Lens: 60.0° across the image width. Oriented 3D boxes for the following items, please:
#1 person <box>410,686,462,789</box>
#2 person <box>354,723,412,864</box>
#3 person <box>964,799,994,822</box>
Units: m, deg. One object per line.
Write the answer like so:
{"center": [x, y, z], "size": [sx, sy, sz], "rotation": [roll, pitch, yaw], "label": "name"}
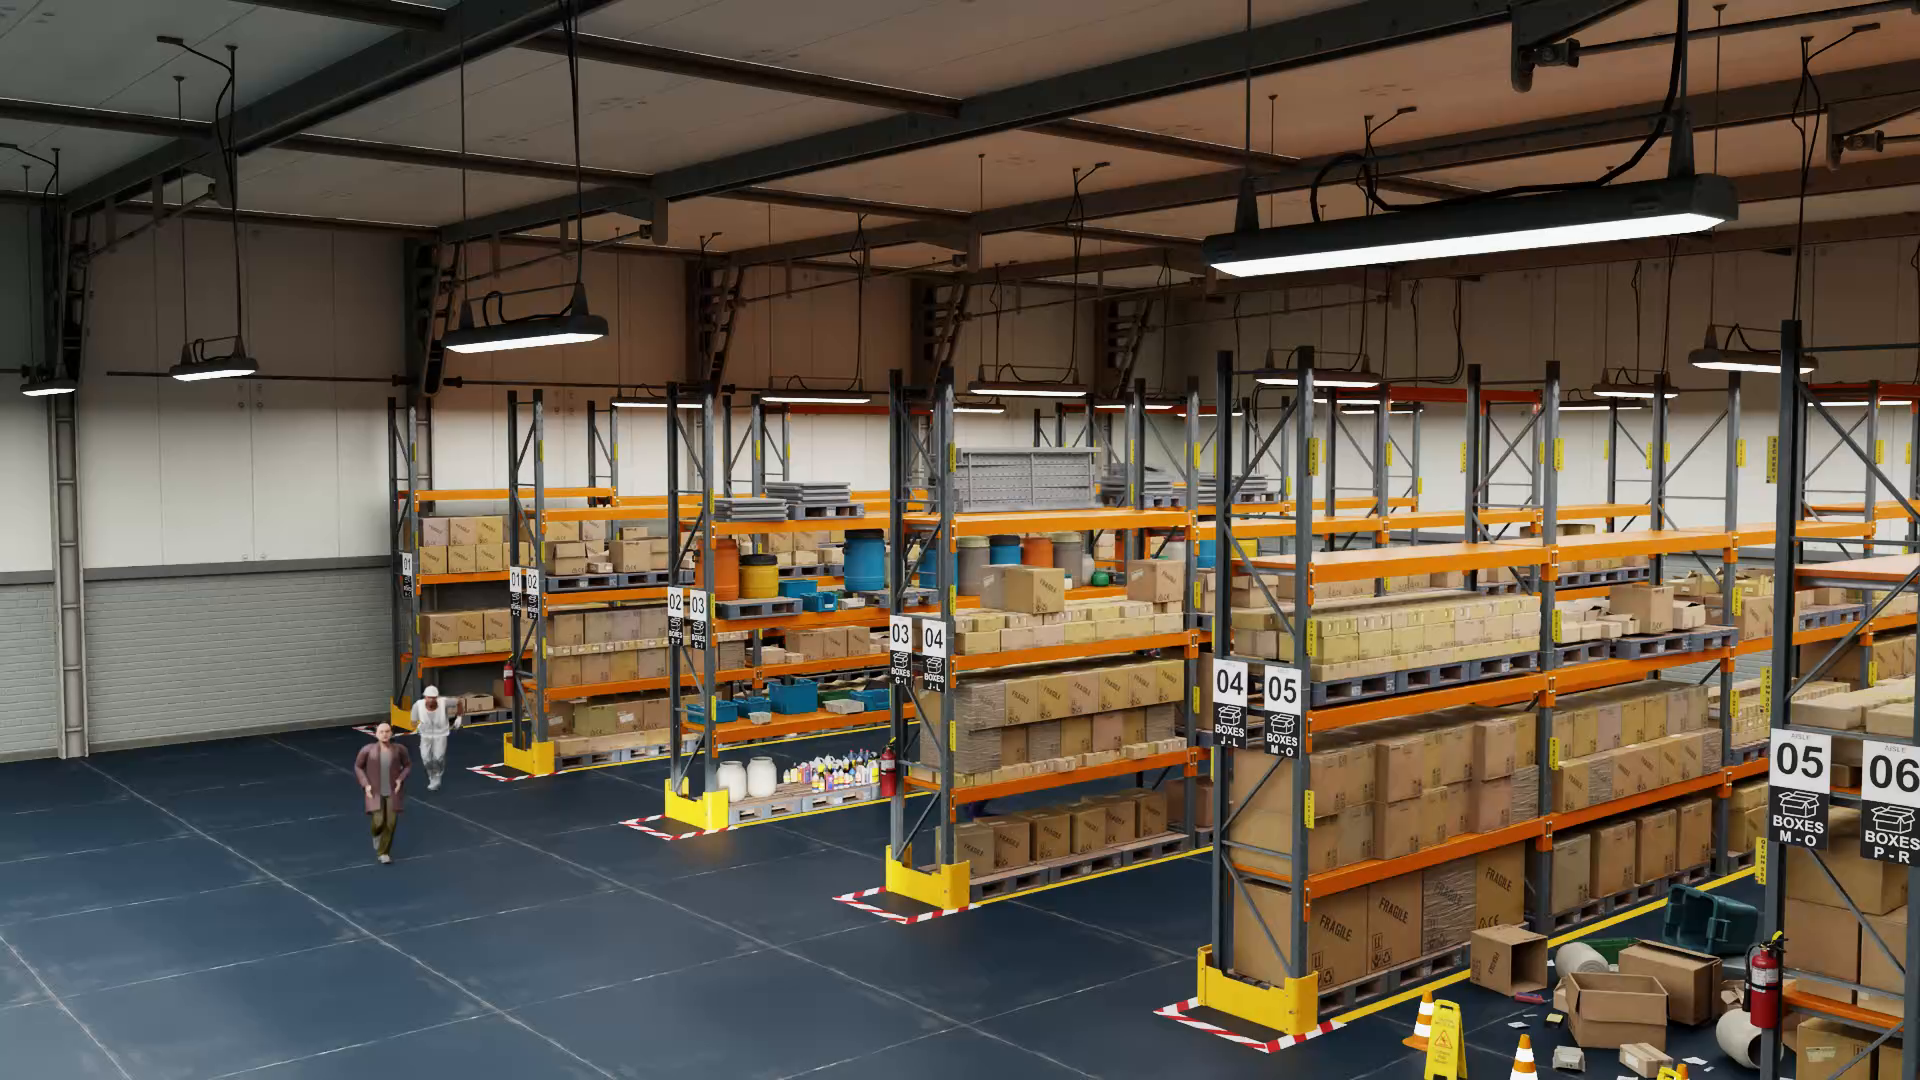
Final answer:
{"center": [-7.721, 2.918, 24.547], "size": [0.719, 1.610, 0.911], "rotation": [-1, 3, -12], "label": "person"}
{"center": [-7.103, 3.111, 20.508], "size": [0.675, 1.724, 0.642], "rotation": [-2, 4, -27], "label": "person"}
{"center": [0.287, 3.128, 21.260], "size": [0.612, 1.626, 0.694], "rotation": [3, 5, 43], "label": "person"}
